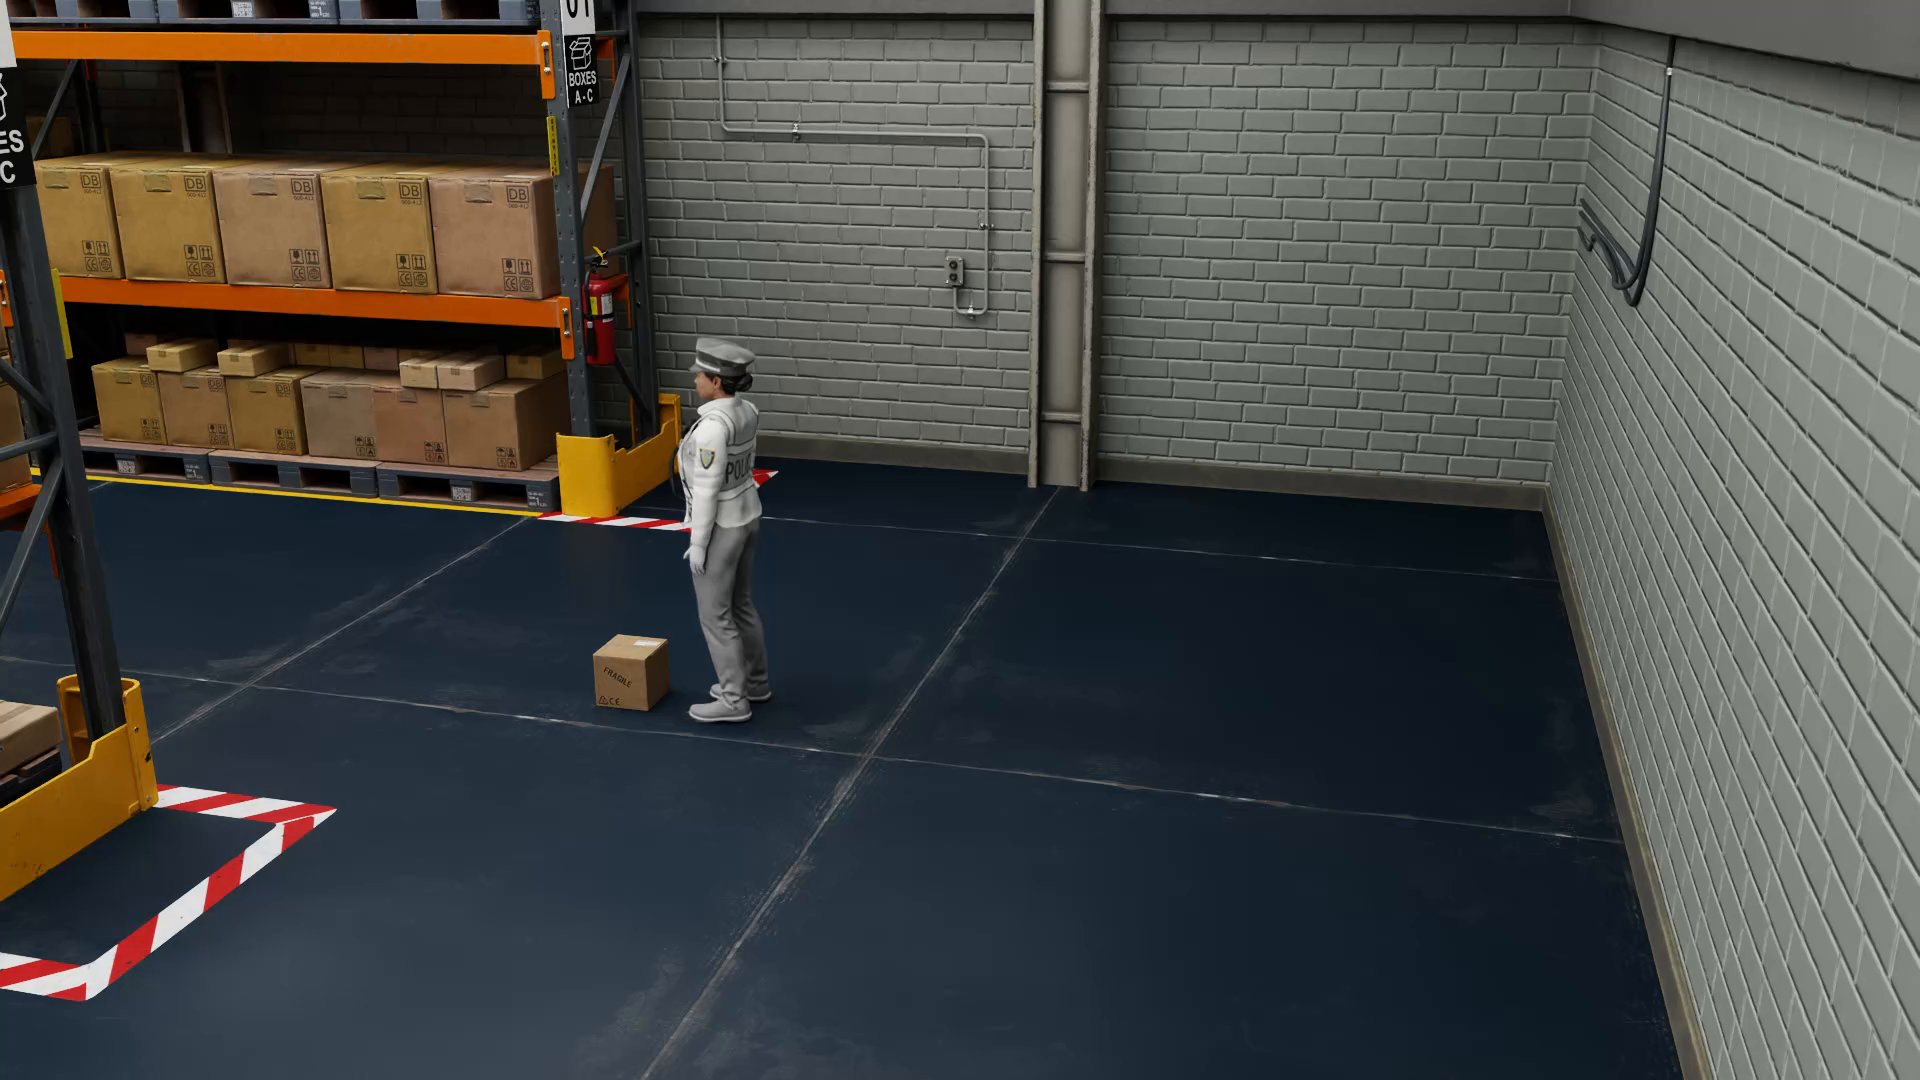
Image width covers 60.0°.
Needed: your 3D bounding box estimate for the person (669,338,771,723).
[{"bbox_3d":[-1.024,-0.039,7.148,0.345,1.681,0.469,5,19,15],"label":"person"}]
